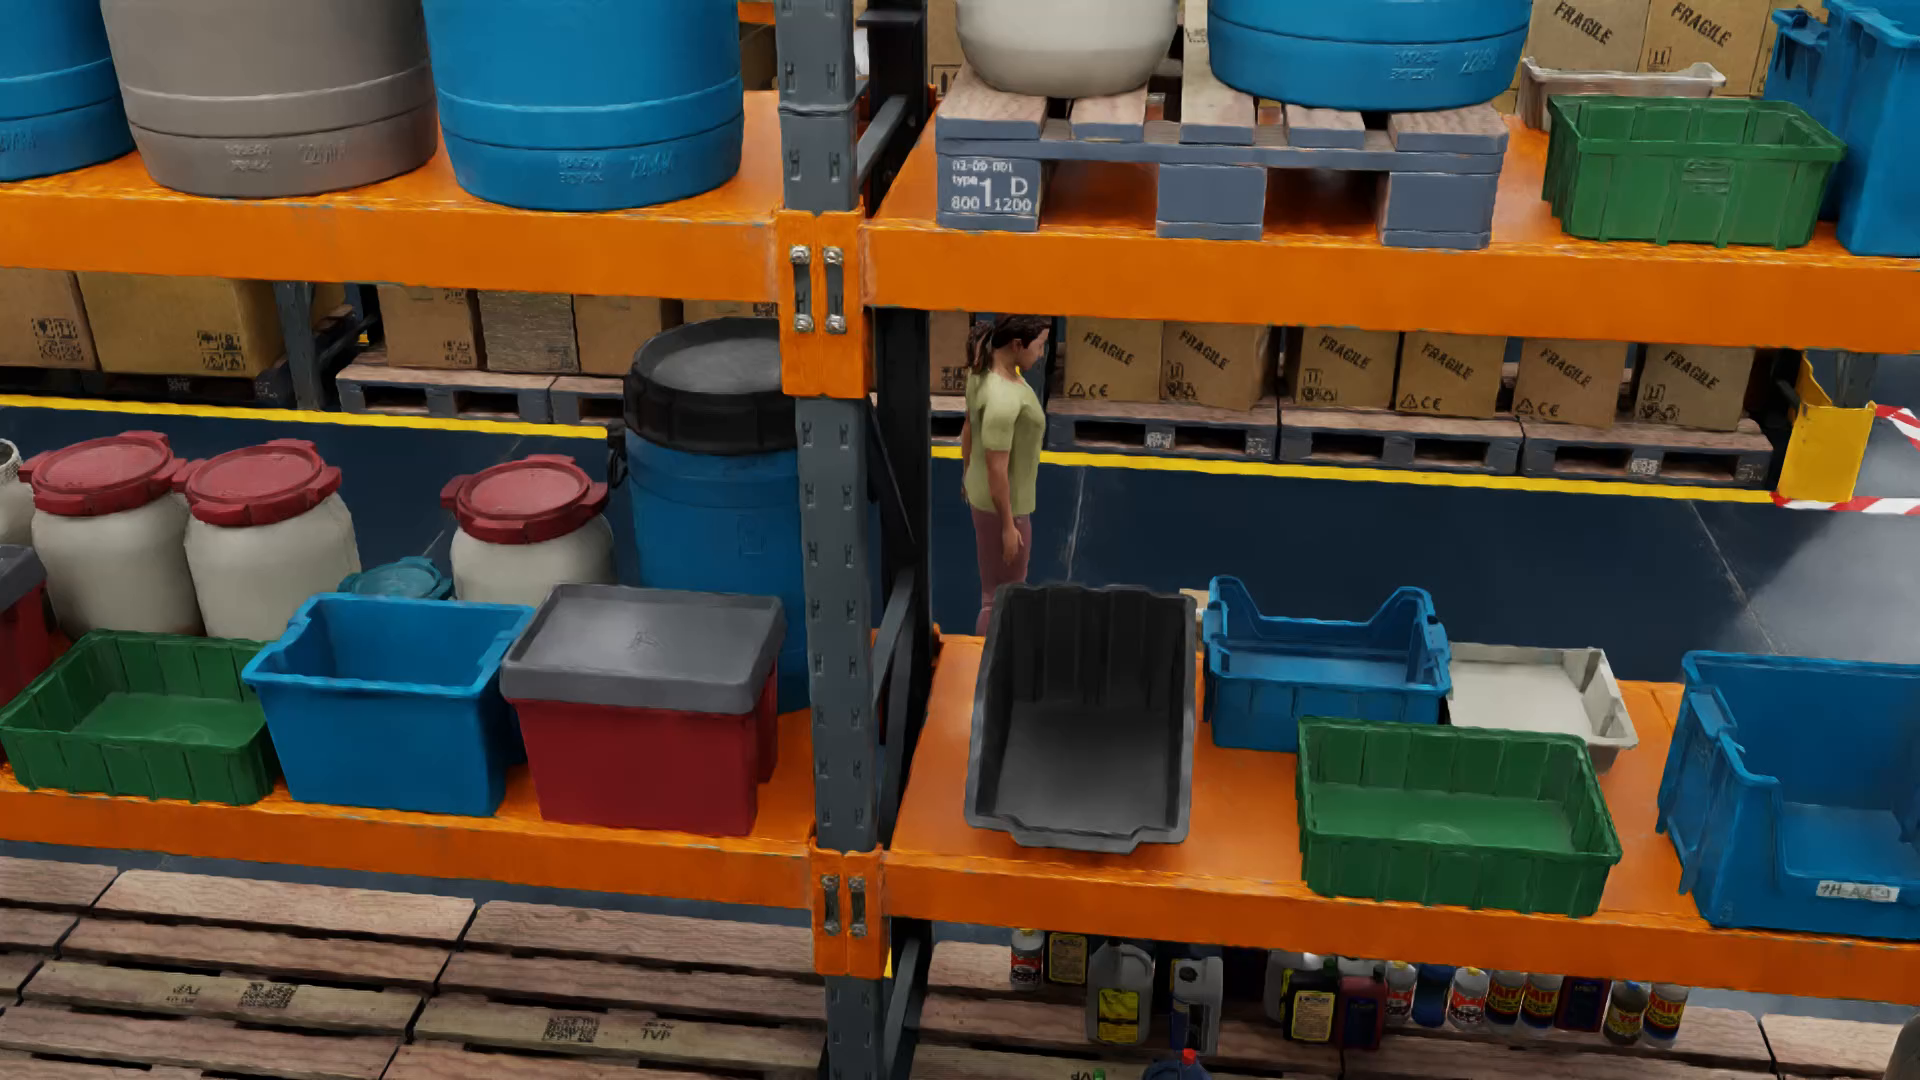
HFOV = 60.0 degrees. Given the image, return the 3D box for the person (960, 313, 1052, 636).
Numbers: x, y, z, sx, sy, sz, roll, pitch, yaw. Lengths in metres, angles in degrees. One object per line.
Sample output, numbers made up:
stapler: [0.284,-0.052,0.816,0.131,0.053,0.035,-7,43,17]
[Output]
person: [0.205,-0.162,6.378,0.445,1.674,0.597,-5,29,-9]
